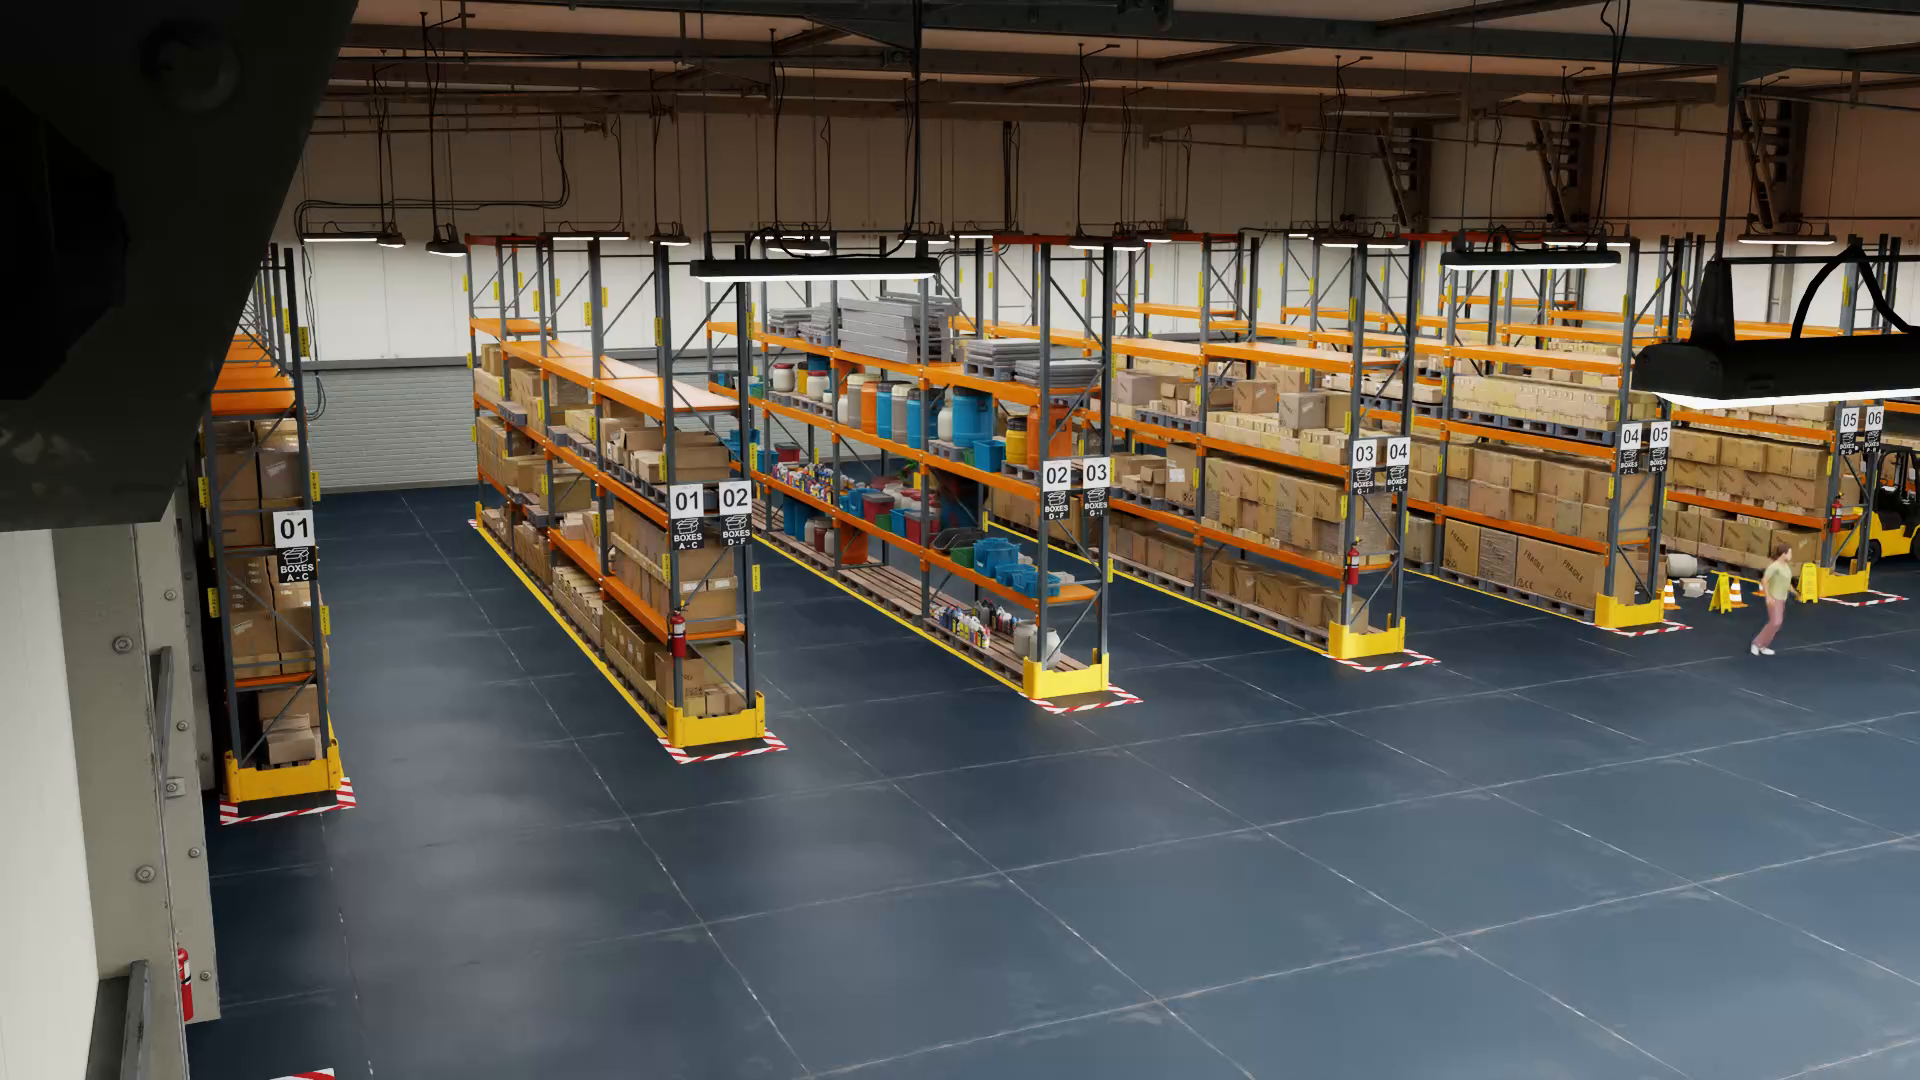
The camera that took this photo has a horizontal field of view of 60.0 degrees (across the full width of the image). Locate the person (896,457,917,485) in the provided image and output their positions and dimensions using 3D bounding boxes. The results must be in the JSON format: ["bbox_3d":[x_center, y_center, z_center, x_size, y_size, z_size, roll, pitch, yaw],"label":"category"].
[{"bbox_3d":[-1.263,-2.189,39.850,0.529,1.738,0.654,2,11,8],"label":"person"}]

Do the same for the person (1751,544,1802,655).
[{"bbox_3d":[11.913,0.889,24.283,0.542,1.663,0.713,11,15,43],"label":"person"}]
